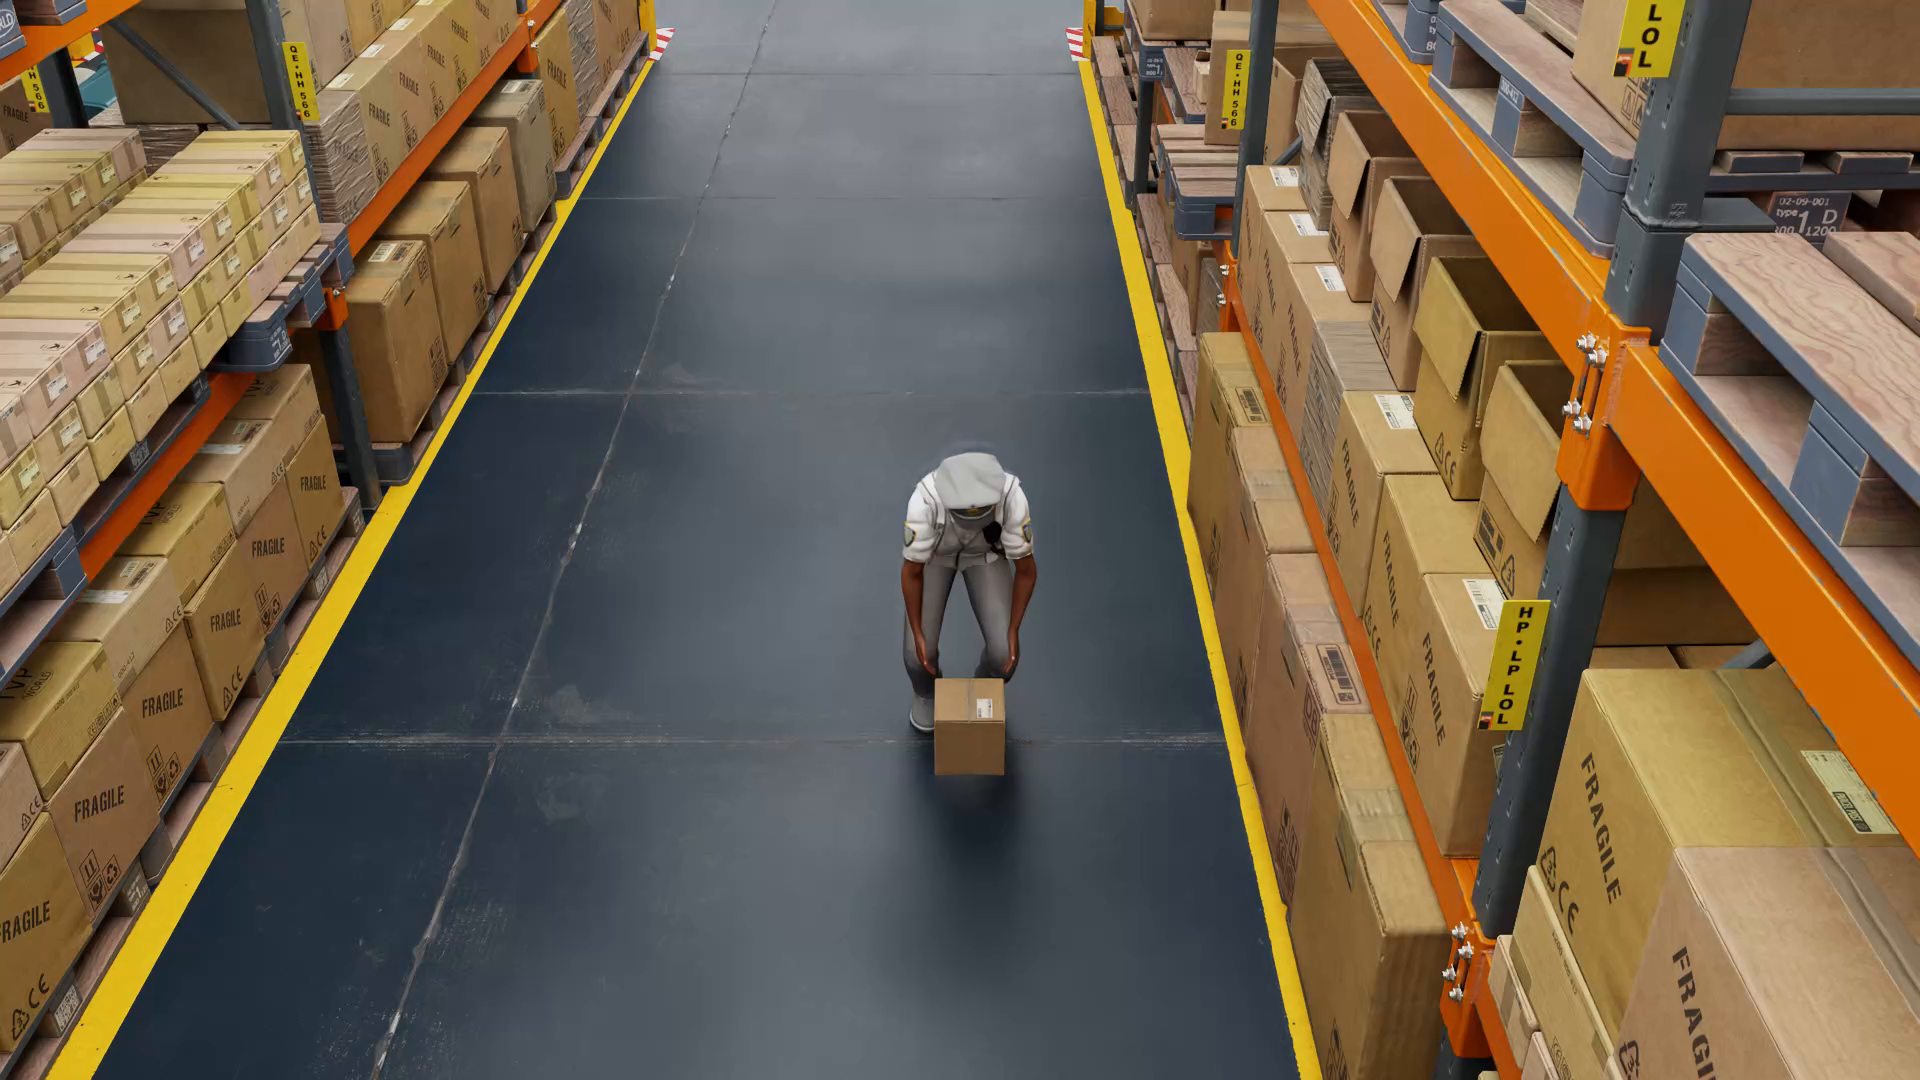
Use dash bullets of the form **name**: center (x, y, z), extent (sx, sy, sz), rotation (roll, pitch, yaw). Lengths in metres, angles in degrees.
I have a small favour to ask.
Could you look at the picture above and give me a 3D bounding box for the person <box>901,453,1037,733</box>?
- **person**: center (0.031, 0.183, 6.214), extent (0.499, 1.277, 0.753), rotation (0, 32, 0)
